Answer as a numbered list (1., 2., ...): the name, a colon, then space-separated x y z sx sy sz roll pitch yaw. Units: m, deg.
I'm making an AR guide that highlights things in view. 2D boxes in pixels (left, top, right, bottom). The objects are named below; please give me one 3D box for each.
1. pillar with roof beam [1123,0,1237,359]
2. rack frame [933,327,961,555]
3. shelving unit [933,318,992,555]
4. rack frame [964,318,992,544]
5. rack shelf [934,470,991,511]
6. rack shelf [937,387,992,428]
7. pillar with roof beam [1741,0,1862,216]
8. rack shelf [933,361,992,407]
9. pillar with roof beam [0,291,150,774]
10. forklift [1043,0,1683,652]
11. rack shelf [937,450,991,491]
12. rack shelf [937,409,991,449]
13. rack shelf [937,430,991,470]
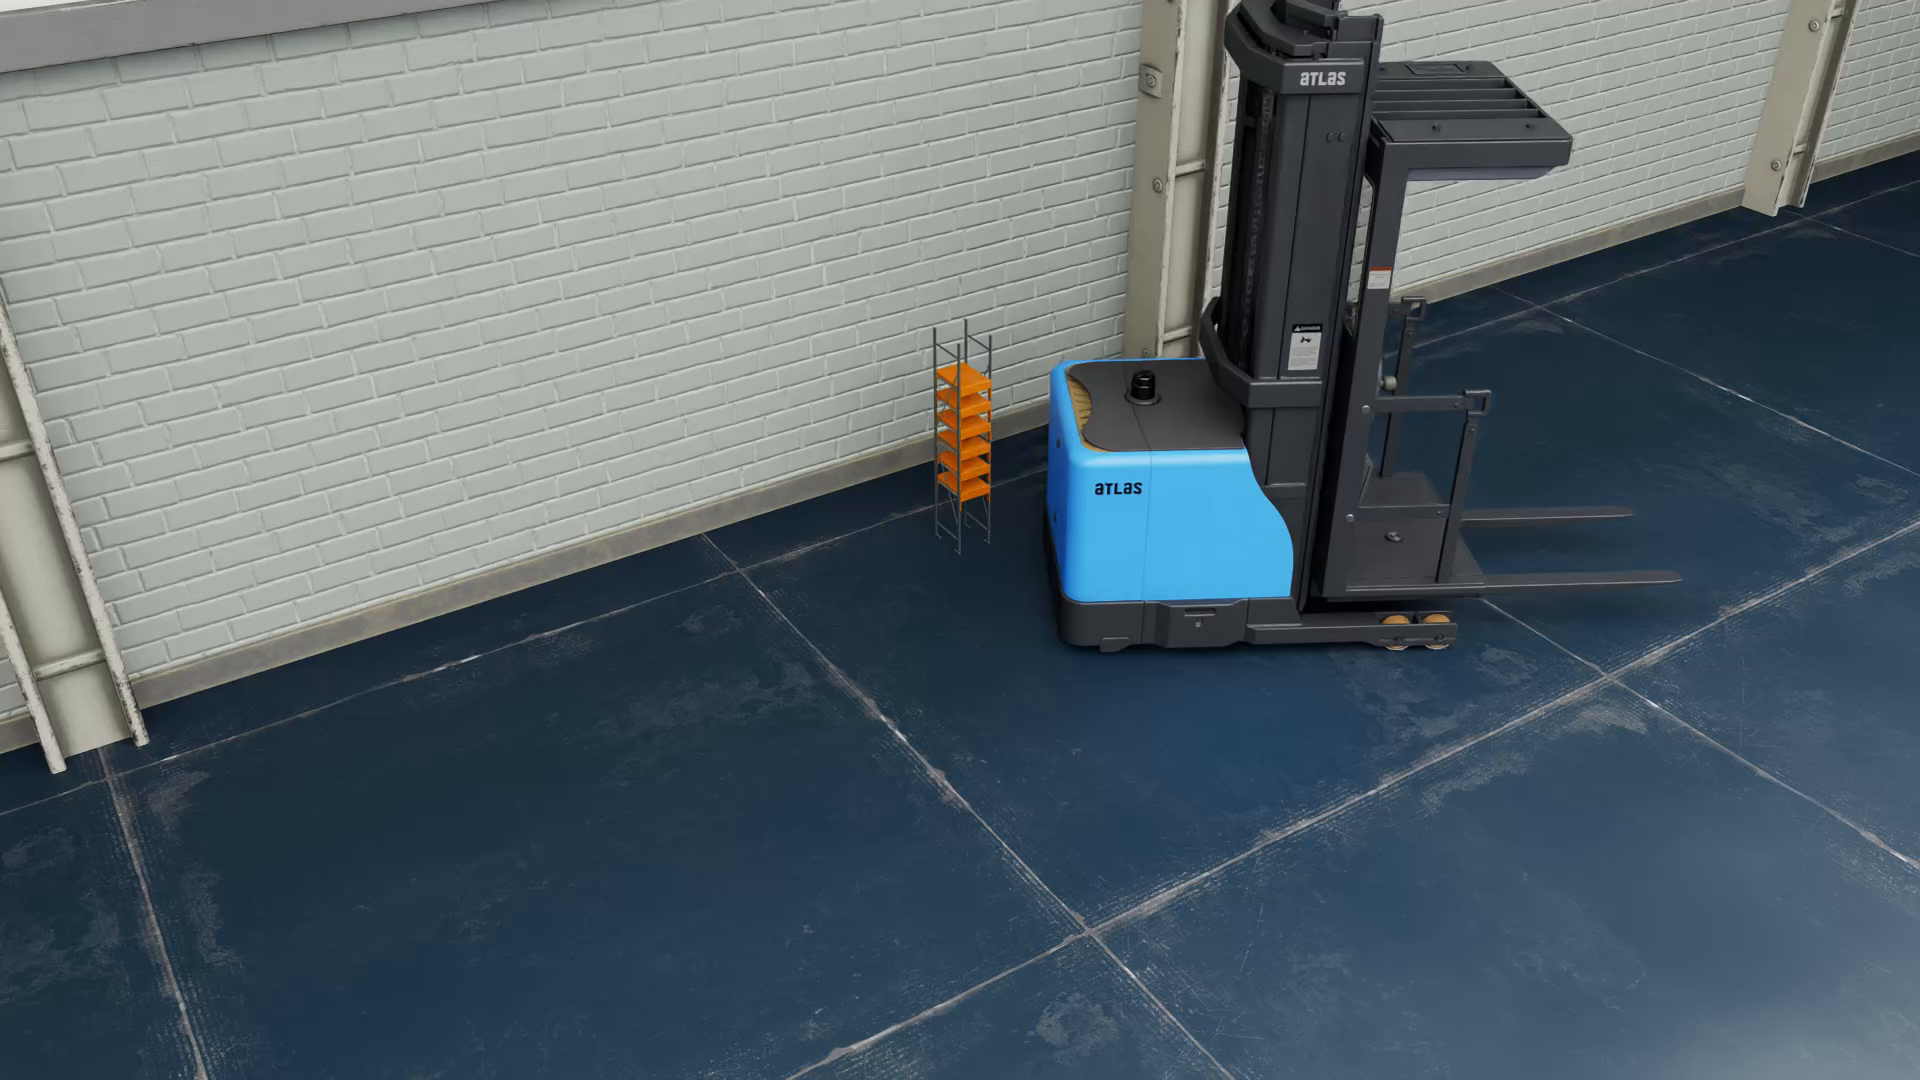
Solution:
1. pillar with roof beam: 3.554 -2.729 4.641 0.400 9.000 9.100 -19 37 -27
2. rack frame: -0.065 -0.485 8.395 0.006 1.200 0.240 -19 37 -27
3. shelving unit: 0.012 -0.512 8.437 0.189 1.200 0.258 -19 37 -27
4. rack frame: 0.089 -0.538 8.478 0.006 1.200 0.240 -19 37 -27
5. rack shelf: 0.012 -0.271 8.588 0.180 0.103 0.258 -19 37 -27
6. rack shelf: 0.012 -0.677 8.332 0.180 0.103 0.258 -19 37 -27
7. pillar with roof beam: 8.597 -4.463 7.390 0.400 9.000 9.100 -19 37 -27
8. rack shelf: 0.012 -0.779 8.268 0.180 0.103 0.258 -19 37 -27
9. pillar with roof beam: -1.489 -0.994 1.892 0.400 9.000 9.100 -19 37 -27
10. forklift: 1.963 -0.996 7.582 3.031 2.935 1.130 -1 32 -2
11. rack shelf: 0.012 -0.373 8.524 0.180 0.103 0.258 -19 37 -27
12. rack shelf: 0.012 -0.576 8.396 0.180 0.103 0.258 -19 37 -27
13. rack shelf: 0.012 -0.474 8.460 0.180 0.103 0.258 -19 37 -27
